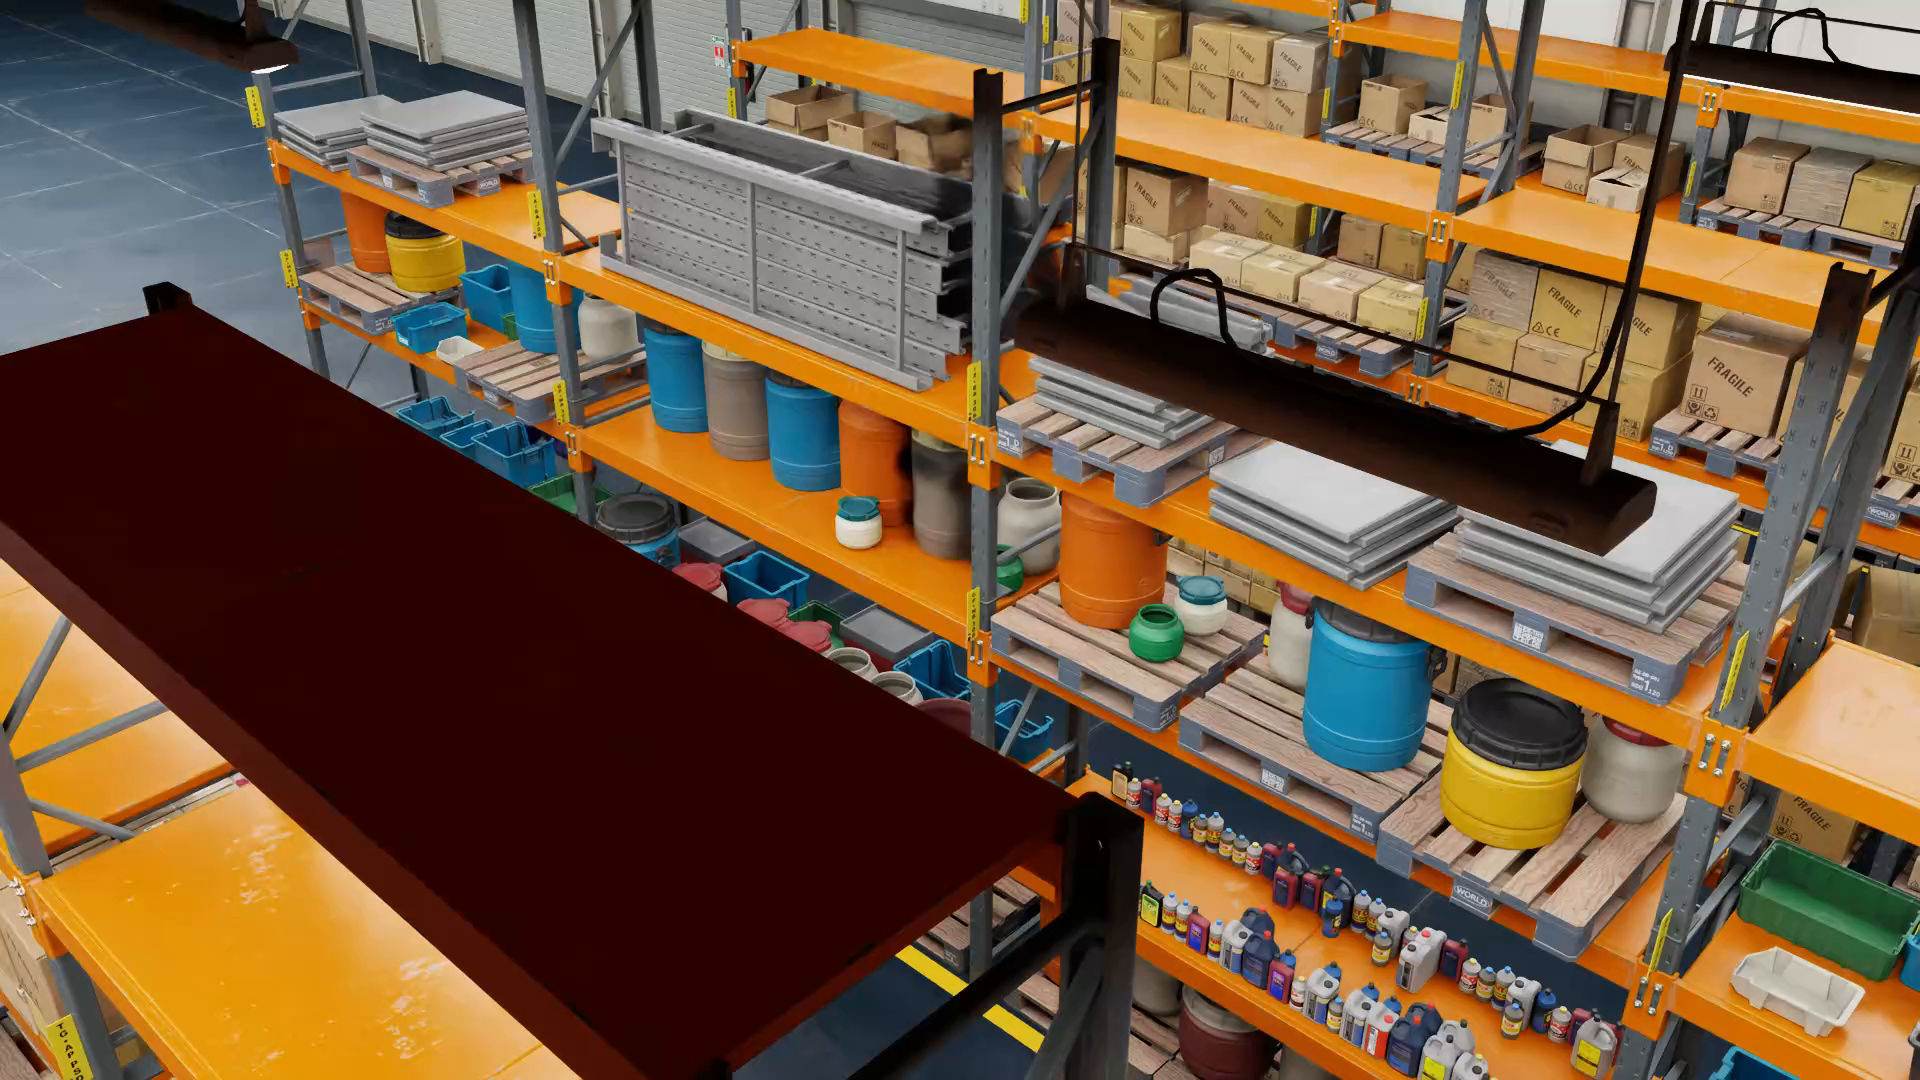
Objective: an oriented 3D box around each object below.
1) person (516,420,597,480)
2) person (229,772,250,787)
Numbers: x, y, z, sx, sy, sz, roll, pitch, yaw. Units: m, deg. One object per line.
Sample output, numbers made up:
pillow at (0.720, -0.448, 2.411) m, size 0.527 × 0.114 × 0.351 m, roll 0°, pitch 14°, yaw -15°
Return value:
person at (-4.236, -1.217, 16.770) m, size 0.960 × 1.606 × 0.659 m, roll 11°, pitch 31°, yaw 19°
person at (-4.855, 1.802, 11.308) m, size 0.644 × 1.732 × 0.778 m, roll -25°, pitch 38°, yaw -37°
